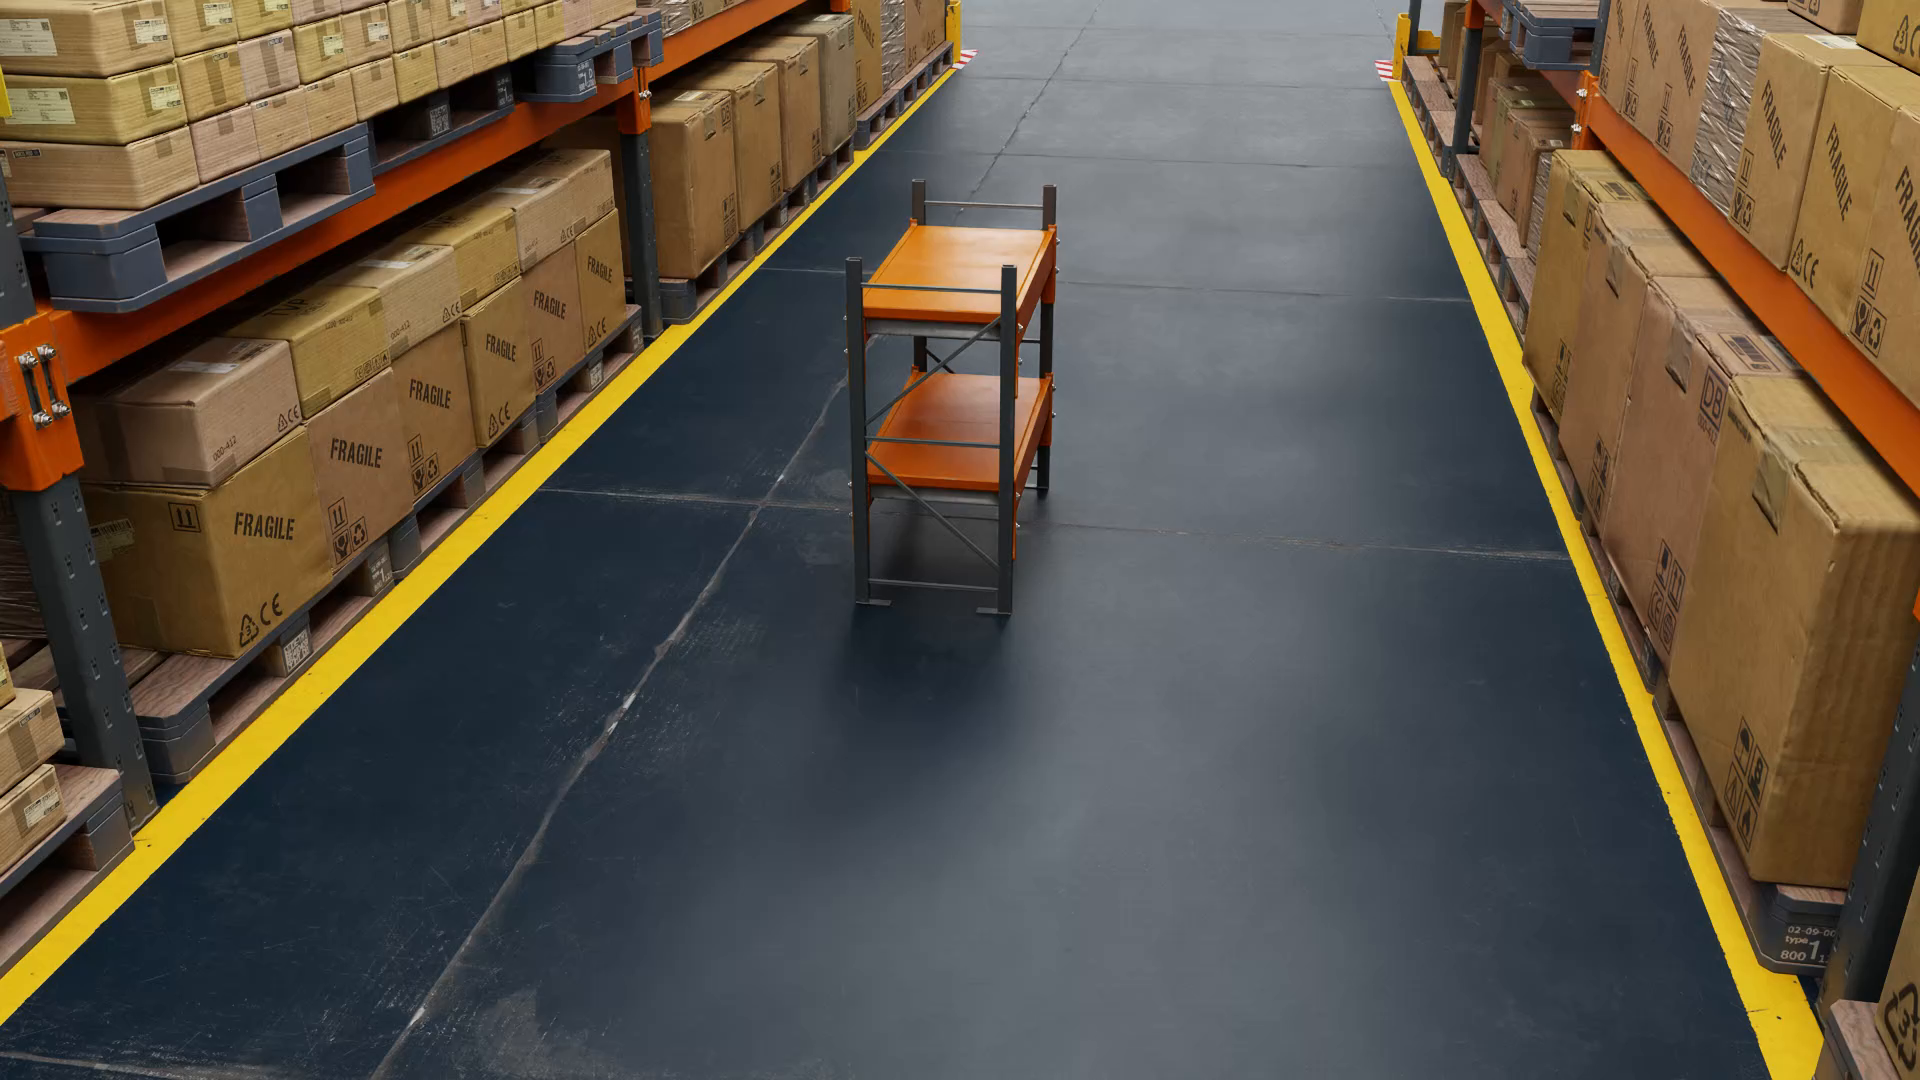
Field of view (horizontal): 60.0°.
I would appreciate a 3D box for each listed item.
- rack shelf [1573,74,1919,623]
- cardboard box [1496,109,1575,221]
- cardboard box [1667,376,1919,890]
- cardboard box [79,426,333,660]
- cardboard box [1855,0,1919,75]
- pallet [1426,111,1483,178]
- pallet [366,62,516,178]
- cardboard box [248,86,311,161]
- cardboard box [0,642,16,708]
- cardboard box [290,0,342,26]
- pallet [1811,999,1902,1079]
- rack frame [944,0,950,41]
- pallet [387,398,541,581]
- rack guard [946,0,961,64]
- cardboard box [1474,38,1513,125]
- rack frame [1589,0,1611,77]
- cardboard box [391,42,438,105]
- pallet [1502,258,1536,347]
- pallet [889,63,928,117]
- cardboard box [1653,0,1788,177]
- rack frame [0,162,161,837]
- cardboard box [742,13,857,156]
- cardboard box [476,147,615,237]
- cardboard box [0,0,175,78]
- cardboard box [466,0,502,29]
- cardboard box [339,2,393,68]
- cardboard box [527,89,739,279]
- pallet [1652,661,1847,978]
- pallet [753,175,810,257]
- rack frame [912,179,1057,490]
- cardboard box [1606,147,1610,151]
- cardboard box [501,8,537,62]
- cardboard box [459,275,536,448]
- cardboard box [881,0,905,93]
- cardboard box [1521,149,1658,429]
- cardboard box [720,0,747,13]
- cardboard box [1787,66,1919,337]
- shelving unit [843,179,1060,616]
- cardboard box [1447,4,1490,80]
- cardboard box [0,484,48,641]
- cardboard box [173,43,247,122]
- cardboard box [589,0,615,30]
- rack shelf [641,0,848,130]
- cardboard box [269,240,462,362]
[{"bbox_3d":[2.650,-0.796,4.761,1.077,0.370,4.000,4,25,9],"label":"rack shelf"},{"bbox_3d":[3.322,-2.011,8.938,0.700,0.500,0.500,2,25,4],"label":"cardboard box"},{"bbox_3d":[2.408,0.218,3.758,1.225,0.875,0.875,4,25,9],"label":"cardboard box"},{"bbox_3d":[-2.171,-0.020,4.708,0.500,0.500,0.500,5,26,11],"label":"cardboard box"},{"bbox_3d":[2.543,-1.339,3.771,0.797,0.503,0.637,4,25,9],"label":"cardboard box"},{"bbox_3d":[3.706,-2.652,11.166,1.003,0.211,1.213,4,25,9],"label":"pallet"},{"bbox_3d":[-2.183,-1.427,5.486,1.003,0.211,1.213,4,25,9],"label":"pallet"},{"bbox_3d":[-1.951,-1.101,4.366,0.380,0.149,0.250,4,25,9],"label":"cardboard box"},{"bbox_3d":[-2.355,0.327,3.679,0.380,0.149,0.250,5,25,10],"label":"cardboard box"},{"bbox_3d":[-1.908,-1.478,4.470,0.380,0.149,0.250,4,25,8],"label":"cardboard box"},{"bbox_3d":[2.122,1.290,2.745,1.003,0.211,1.213,4,25,9],"label":"pallet"},{"bbox_3d":[-0.592,-5.690,14.368,1.000,3.000,0.127,4,25,9],"label":"rack frame"},{"bbox_3d":[-2.230,-0.246,6.026,1.003,0.211,1.213,4,25,9],"label":"pallet"},{"bbox_3d":[-0.588,-4.568,14.920,1.175,0.500,0.348,4,25,9],"label":"rack guard"},{"bbox_3d":[3.822,-3.094,11.275,0.500,0.500,0.500,13,28,25],"label":"cardboard box"},{"bbox_3d":[2.977,-1.958,6.396,1.000,3.000,0.127,4,25,9],"label":"rack frame"},{"bbox_3d":[-1.827,-1.427,5.062,0.380,0.149,0.250,4,25,8],"label":"cardboard box"},{"bbox_3d":[3.106,-1.022,7.685,1.003,0.211,1.213,4,25,9],"label":"pallet"},{"bbox_3d":[-0.847,-3.579,13.147,1.003,0.211,1.213,4,25,9],"label":"pallet"},{"bbox_3d":[2.467,-1.389,5.061,0.500,0.500,0.500,4,25,8],"label":"cardboard box"},{"bbox_3d":[-2.553,-0.671,3.646,1.000,3.000,0.127,4,25,9],"label":"rack frame"},{"bbox_3d":[-1.259,-2.923,10.614,1.050,0.750,0.750,4,25,8],"label":"cardboard box"},{"bbox_3d":[-1.753,-1.438,6.852,0.500,0.250,0.500,3,25,7],"label":"cardboard box"},{"bbox_3d":[-2.035,-1.150,3.768,0.380,0.149,0.250,5,26,11],"label":"cardboard box"},{"bbox_3d":[-1.740,-1.778,5.460,0.380,0.149,0.250,5,25,10],"label":"cardboard box"},{"bbox_3d":[-1.869,-1.454,4.767,0.380,0.149,0.250,5,26,11],"label":"cardboard box"},{"bbox_3d":[-1.711,-1.764,8.139,1.050,0.750,0.750,4,25,8],"label":"cardboard box"},{"bbox_3d":[2.375,0.649,4.113,1.003,0.211,1.213,4,25,9],"label":"pallet"},{"bbox_3d":[-1.495,-1.915,9.592,1.003,0.211,1.213,4,25,9],"label":"pallet"},{"bbox_3d":[0.082,-0.719,5.960,0.500,1.125,0.032,4,25,9],"label":"rack frame"},{"bbox_3d":[3.057,-1.648,7.277,0.500,0.250,0.500,5,26,11],"label":"cardboard box"},{"bbox_3d":[-1.697,-1.755,5.761,0.380,0.149,0.250,3,25,6],"label":"cardboard box"},{"bbox_3d":[-1.908,-0.670,6.096,0.500,0.500,0.500,3,25,6],"label":"cardboard box"},{"bbox_3d":[-0.930,-3.881,12.513,0.875,0.875,0.875,4,25,9],"label":"cardboard box"},{"bbox_3d":[2.844,-0.899,6.144,1.225,0.875,0.875,3,25,6],"label":"cardboard box"},{"bbox_3d":[-1.397,-2.982,8.465,0.500,0.500,0.500,4,25,8],"label":"cardboard box"},{"bbox_3d":[2.218,-0.752,3.700,0.500,0.500,0.500,5,26,10],"label":"cardboard box"},{"bbox_3d":[-0.001,-0.507,5.506,0.538,1.125,1.048,4,25,9],"label":"shelving unit"},{"bbox_3d":[4.102,-3.850,12.890,0.500,0.500,0.500,11,27,22],"label":"cardboard box"},{"bbox_3d":[-2.681,-0.057,4.786,0.500,0.500,0.500,4,25,8],"label":"cardboard box"},{"bbox_3d":[-1.995,-1.124,4.063,0.380,0.149,0.250,4,25,7],"label":"cardboard box"},{"bbox_3d":[-1.569,-2.079,6.454,0.380,0.149,0.250,4,25,8],"label":"cardboard box"},{"bbox_3d":[-1.573,-2.855,9.160,1.077,0.370,4.000,4,25,9],"label":"rack shelf"},{"bbox_3d":[-2.000,-0.796,5.480,0.500,0.250,0.500,5,26,11],"label":"cardboard box"}]
